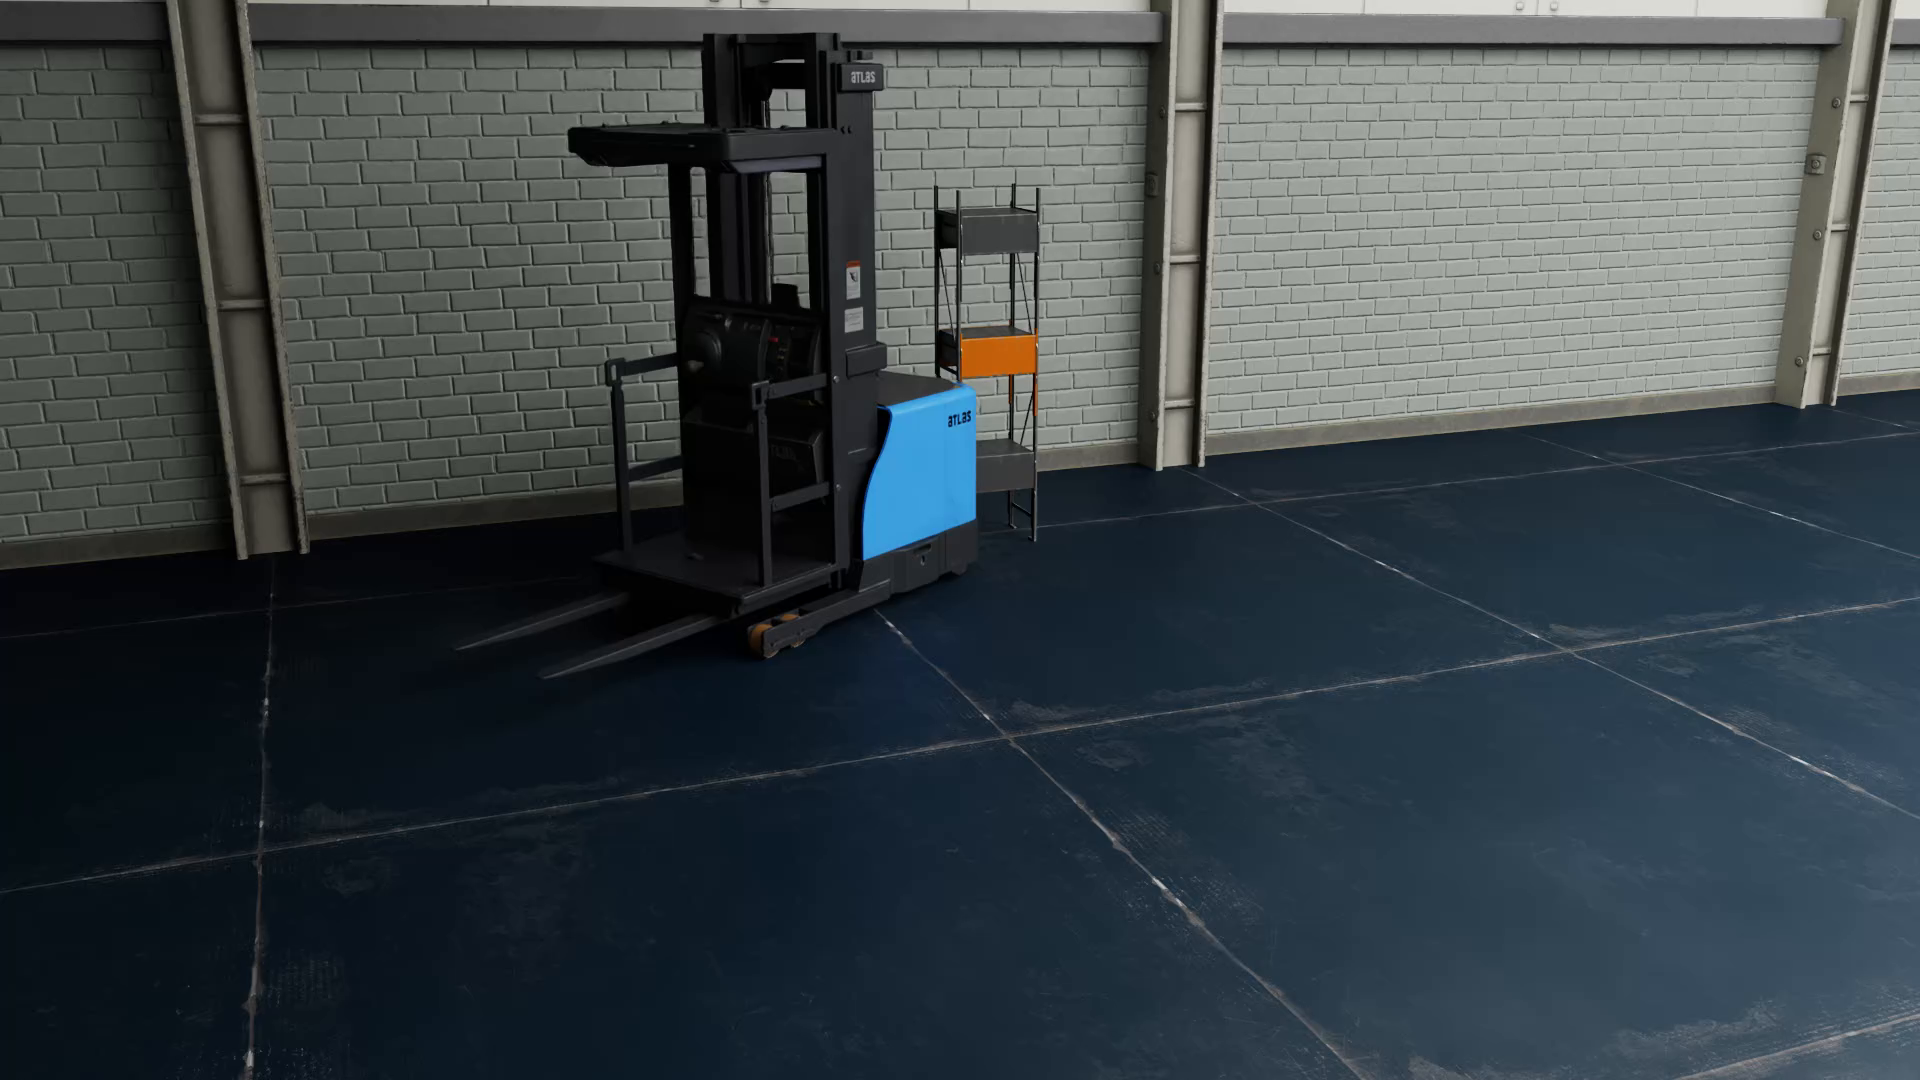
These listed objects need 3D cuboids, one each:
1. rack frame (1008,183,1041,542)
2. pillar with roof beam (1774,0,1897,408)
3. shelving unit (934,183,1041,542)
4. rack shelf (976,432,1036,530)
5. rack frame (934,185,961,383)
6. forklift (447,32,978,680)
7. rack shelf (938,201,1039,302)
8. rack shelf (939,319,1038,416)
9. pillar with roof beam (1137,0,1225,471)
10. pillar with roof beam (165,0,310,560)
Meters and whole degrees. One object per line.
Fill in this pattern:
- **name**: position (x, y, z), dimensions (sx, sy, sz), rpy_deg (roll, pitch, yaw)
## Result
- **rack frame**: position (0.382, -1.049, 9.943), dimensions (0.015, 2.100, 0.400), rpy_deg (-6, 17, -20)
- **pillar with roof beam**: position (8.657, -4.339, 8.904), dimensions (0.400, 9.000, 9.100), rpy_deg (-6, 17, -20)
- **shelving unit**: position (0.155, -1.024, 9.859), dimensions (0.503, 2.100, 0.431), rpy_deg (-6, 17, -20)
- **rack shelf**: position (0.155, -0.339, 10.060), dimensions (0.480, 0.518, 0.431), rpy_deg (-6, 17, -20)
- **rack frame**: position (-0.073, -1.000, 9.775), dimensions (0.015, 2.100, 0.400), rpy_deg (-6, 17, -20)
- **forklift**: position (-1.181, -0.985, 8.250), dimensions (1.130, 2.935, 3.031), rpy_deg (12, 20, 35)
- **rack shelf**: position (0.155, -1.683, 9.666), dimensions (0.480, 0.518, 0.431), rpy_deg (-6, 17, -20)
- **rack shelf**: position (0.155, -1.011, 9.863), dimensions (0.480, 0.518, 0.431), rpy_deg (-6, 17, -20)
- **pillar with roof beam**: position (3.054, -3.734, 6.844), dimensions (0.400, 9.000, 9.100), rpy_deg (-6, 17, -20)
- **pillar with roof beam**: position (-2.549, -3.130, 4.784), dimensions (0.400, 9.000, 9.100), rpy_deg (-6, 17, -20)
